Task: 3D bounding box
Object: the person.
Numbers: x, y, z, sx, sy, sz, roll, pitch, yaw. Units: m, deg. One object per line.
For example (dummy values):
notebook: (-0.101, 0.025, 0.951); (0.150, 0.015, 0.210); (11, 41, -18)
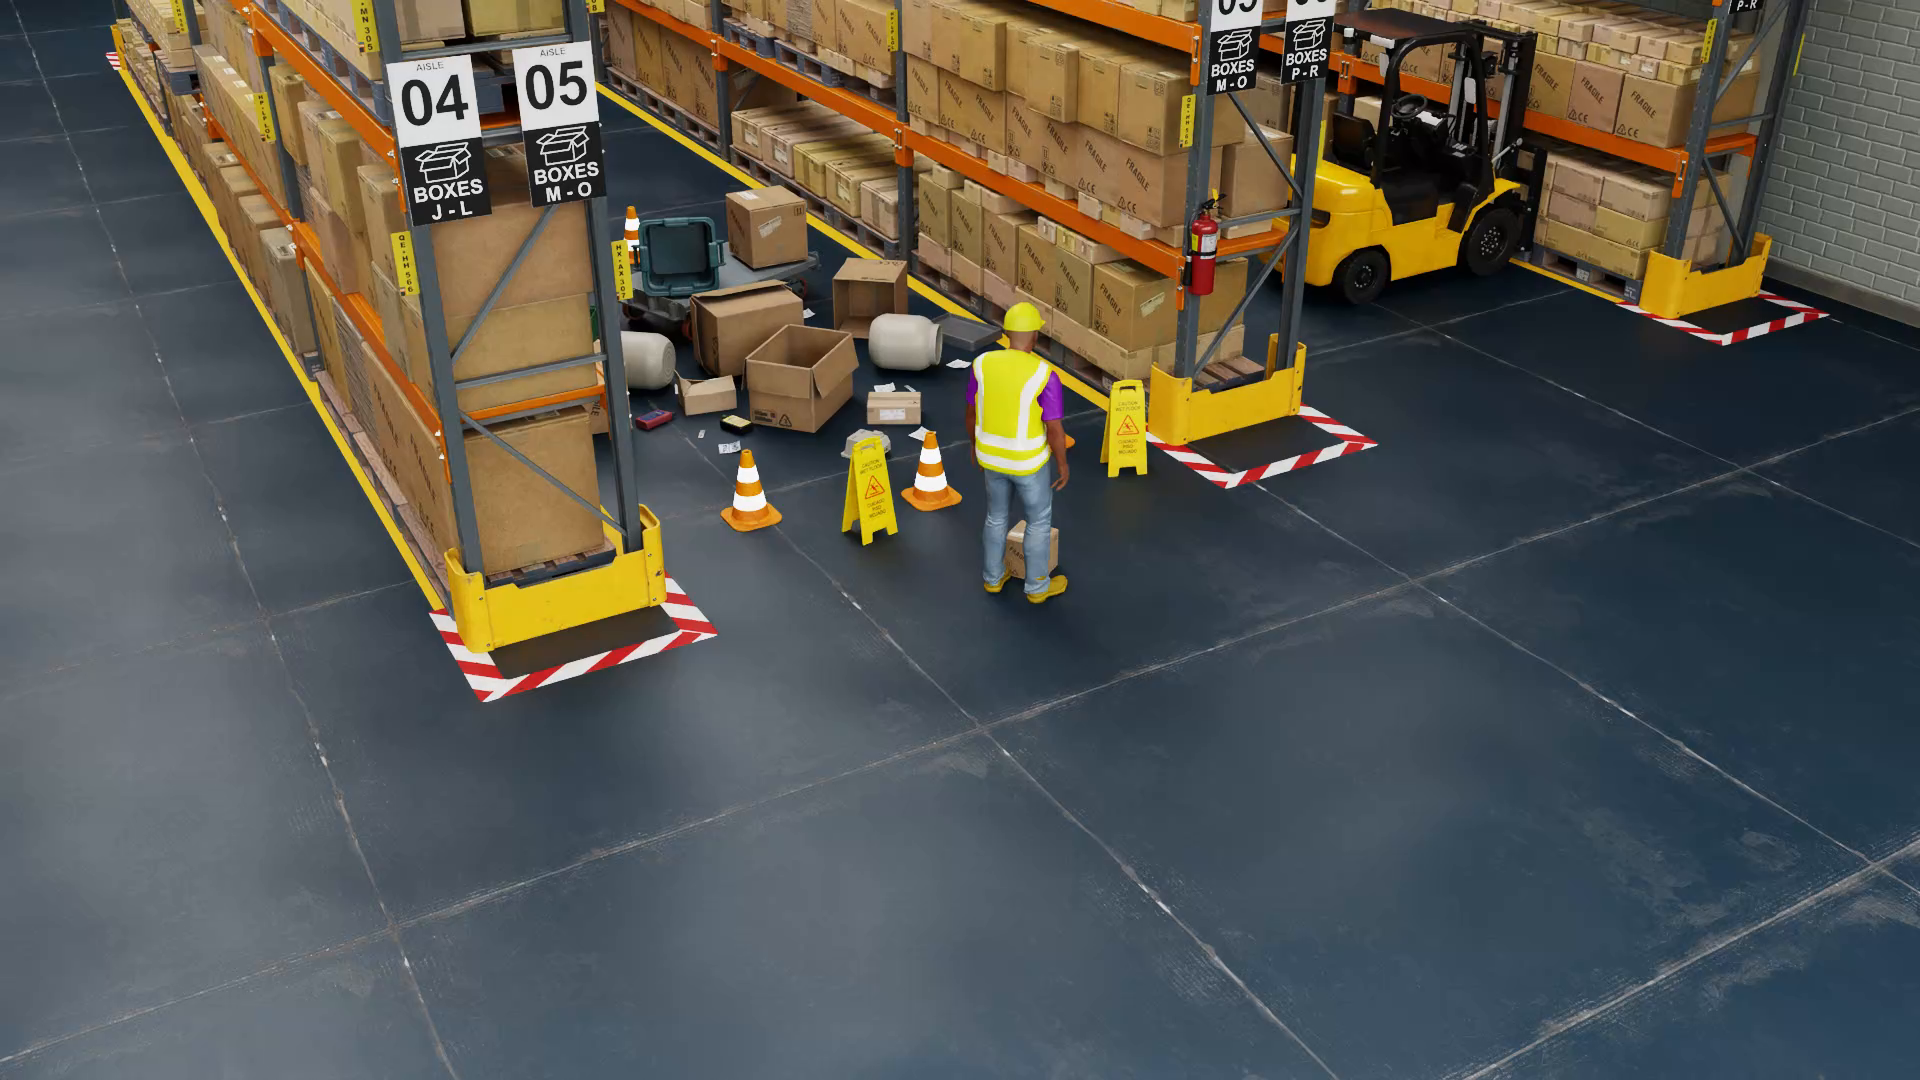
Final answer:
person: (0.331, -0.487, 9.430); (0.626, 1.760, 0.461); (15, 32, 25)
